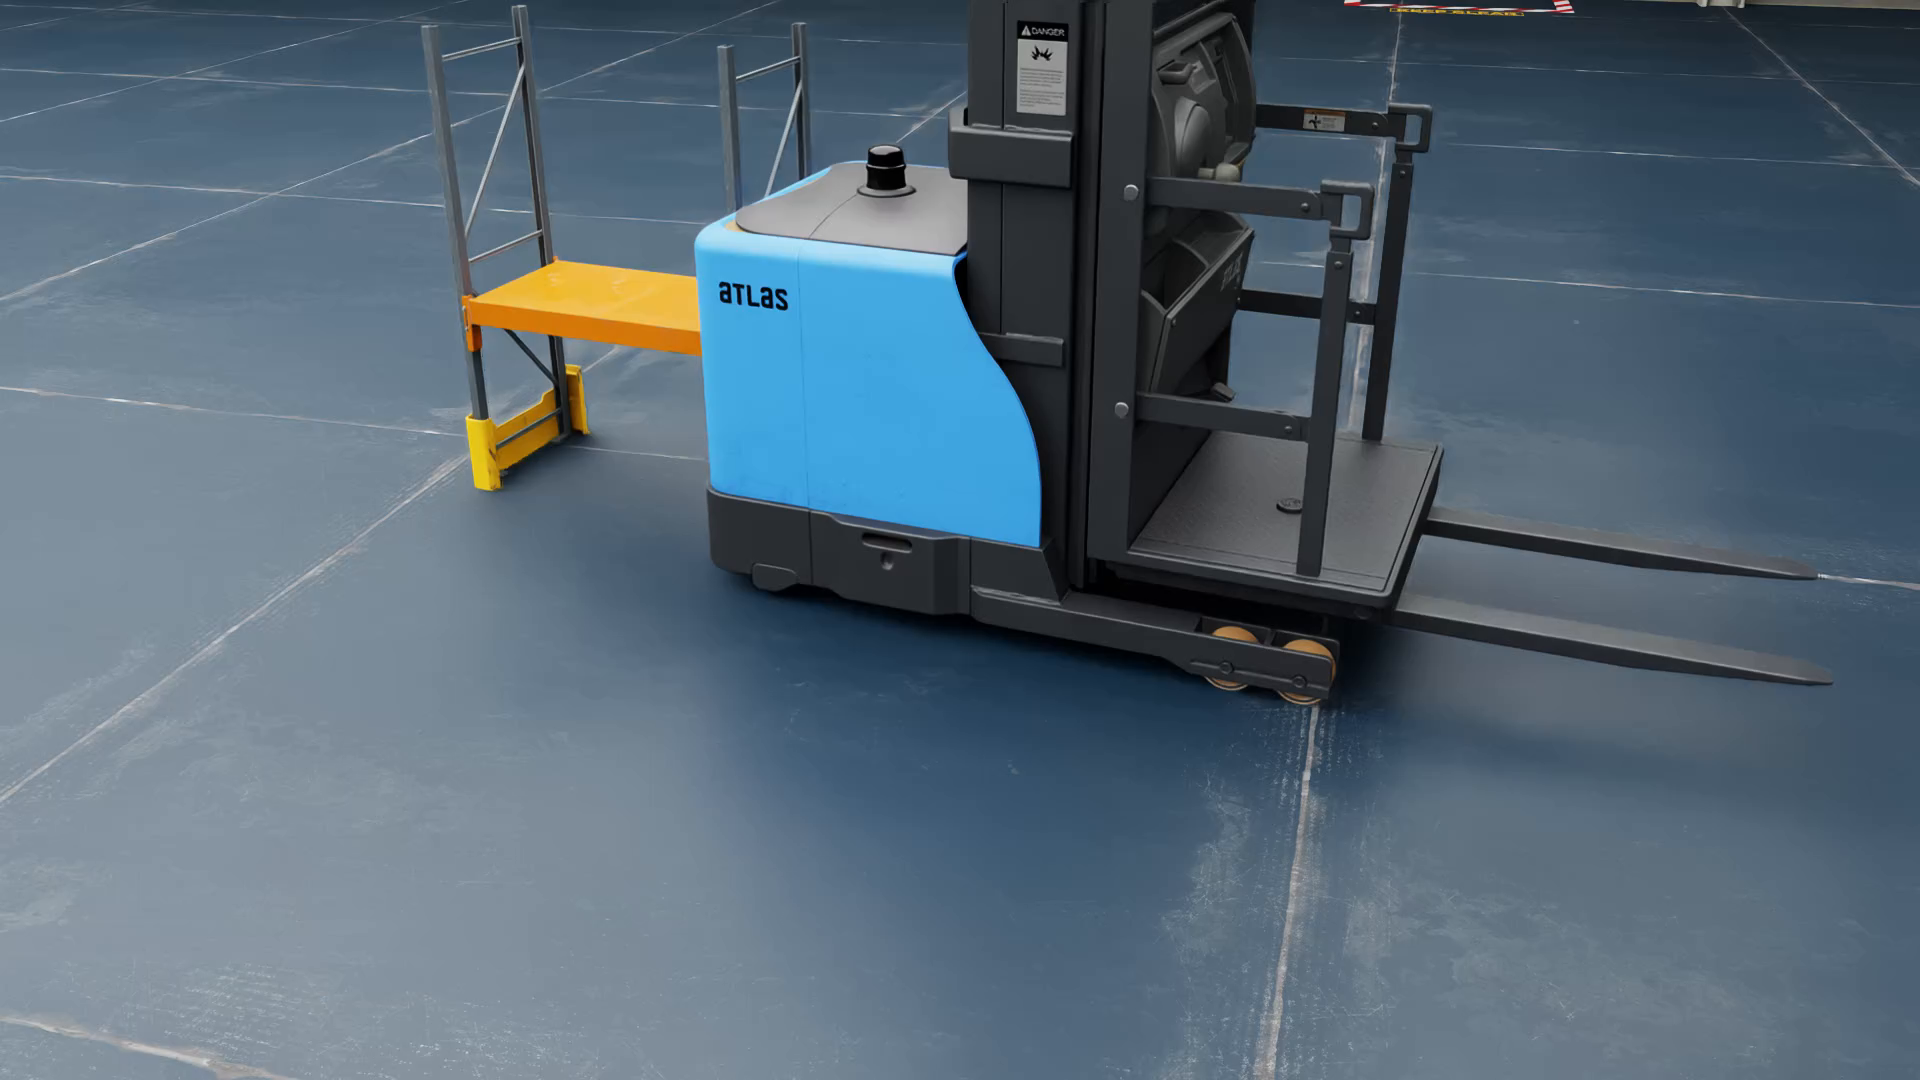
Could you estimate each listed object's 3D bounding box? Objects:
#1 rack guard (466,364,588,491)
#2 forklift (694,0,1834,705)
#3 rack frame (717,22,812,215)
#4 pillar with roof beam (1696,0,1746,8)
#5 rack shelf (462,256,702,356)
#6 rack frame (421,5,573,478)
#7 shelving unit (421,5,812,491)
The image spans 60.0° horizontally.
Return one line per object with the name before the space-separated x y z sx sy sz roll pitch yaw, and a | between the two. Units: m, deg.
rack guard | -1.501 -0.400 5.800 0.087 0.250 0.587 10 27 20
forklift | 0.824 -1.152 4.260 3.031 2.935 1.130 10 27 20
rack frame | -0.575 -0.805 5.196 0.032 1.500 0.500 10 27 20
pillar with roof beam | 6.332 -7.485 10.503 0.400 9.000 9.100 6 26 13
rack shelf | -1.047 -0.724 5.444 1.000 0.185 0.538 10 27 20
rack frame | -1.519 -0.968 5.538 0.032 1.500 0.500 10 27 20
shelving unit | -1.039 -0.885 5.364 1.083 1.500 0.587 10 27 20
